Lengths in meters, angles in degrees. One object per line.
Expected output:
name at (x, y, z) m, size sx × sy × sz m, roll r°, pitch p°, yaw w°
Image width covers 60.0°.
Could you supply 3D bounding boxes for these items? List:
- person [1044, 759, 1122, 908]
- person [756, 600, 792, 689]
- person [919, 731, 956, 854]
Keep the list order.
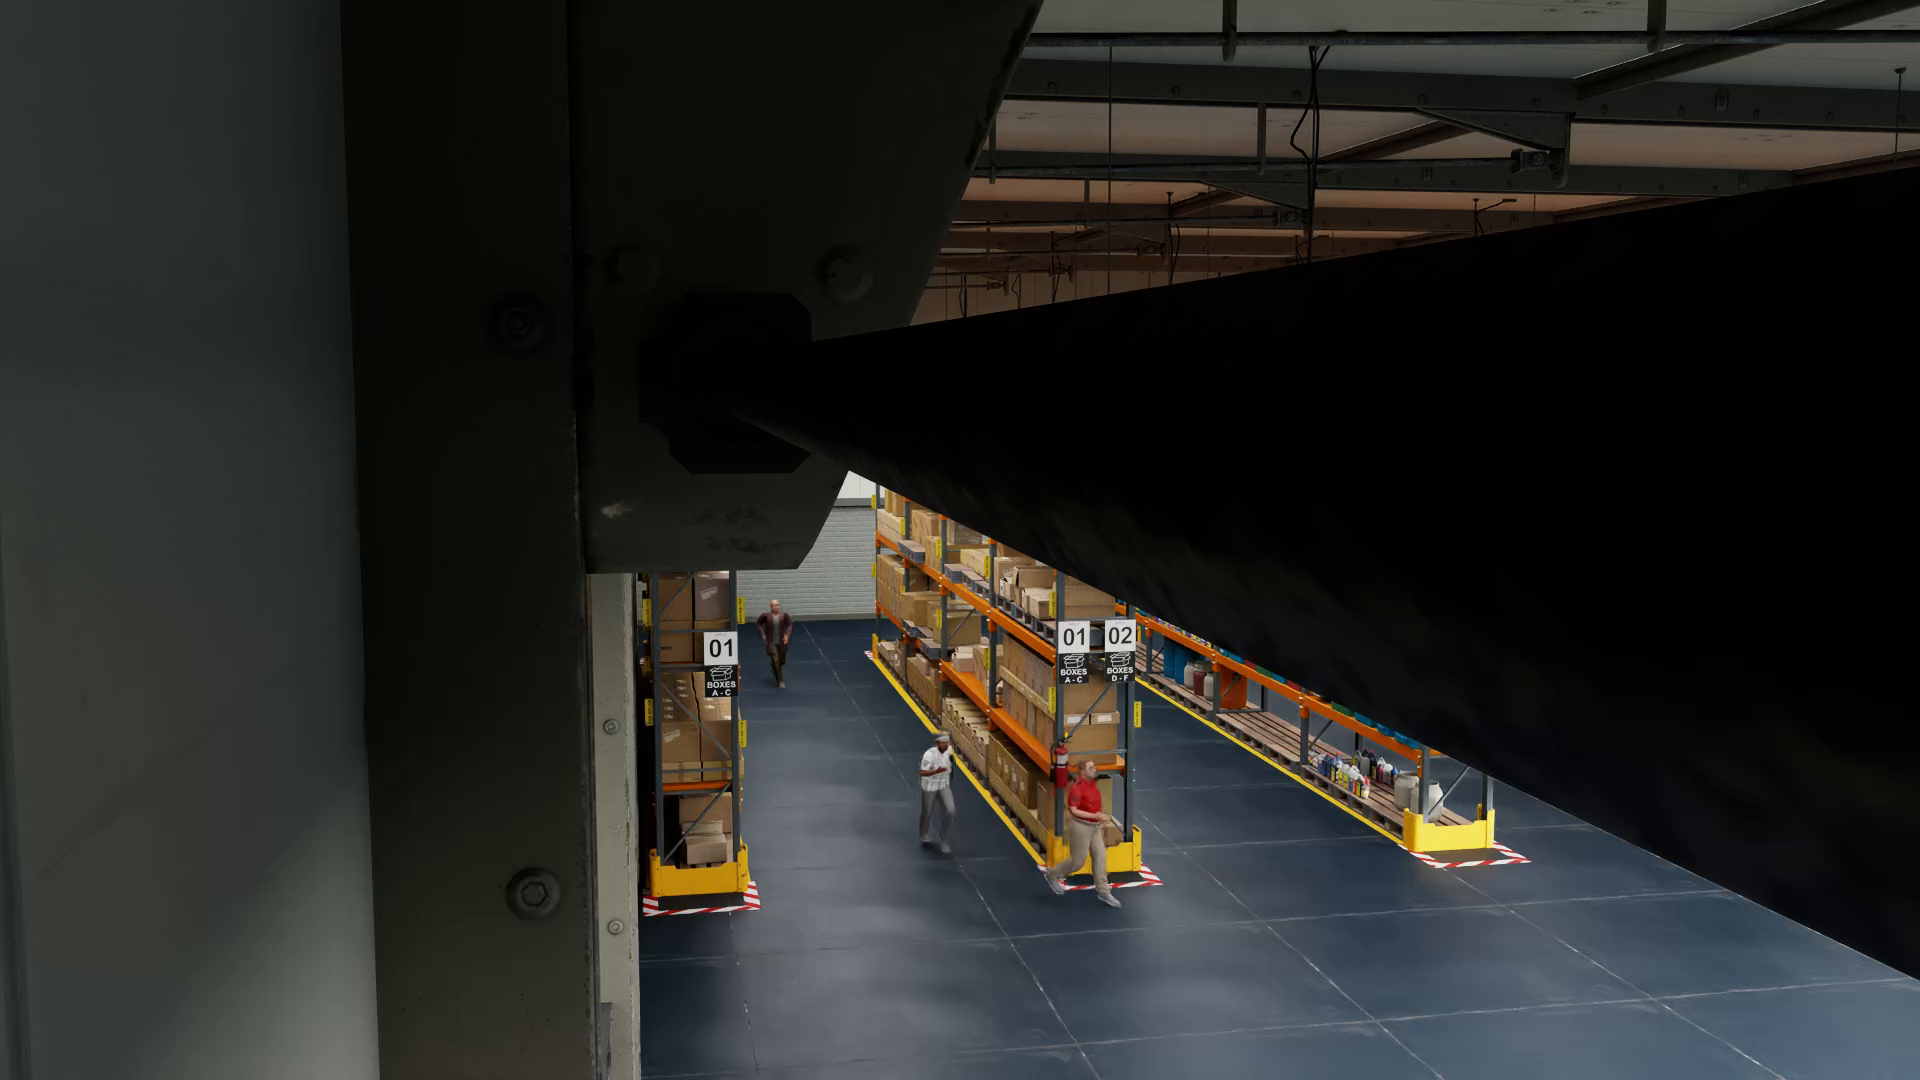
person at (1.464, 3.448, 19.719) m, size 0.961 × 1.748 × 0.678 m, roll 3°, pitch 7°, yaw 29°
person at (-3.709, 2.058, 33.292) m, size 0.737 × 1.758 × 0.863 m, roll -2°, pitch 6°, yaw -18°
person at (-0.316, 3.270, 21.832) m, size 0.566 × 1.657 × 0.894 m, roll -3°, pitch 6°, yaw -23°
